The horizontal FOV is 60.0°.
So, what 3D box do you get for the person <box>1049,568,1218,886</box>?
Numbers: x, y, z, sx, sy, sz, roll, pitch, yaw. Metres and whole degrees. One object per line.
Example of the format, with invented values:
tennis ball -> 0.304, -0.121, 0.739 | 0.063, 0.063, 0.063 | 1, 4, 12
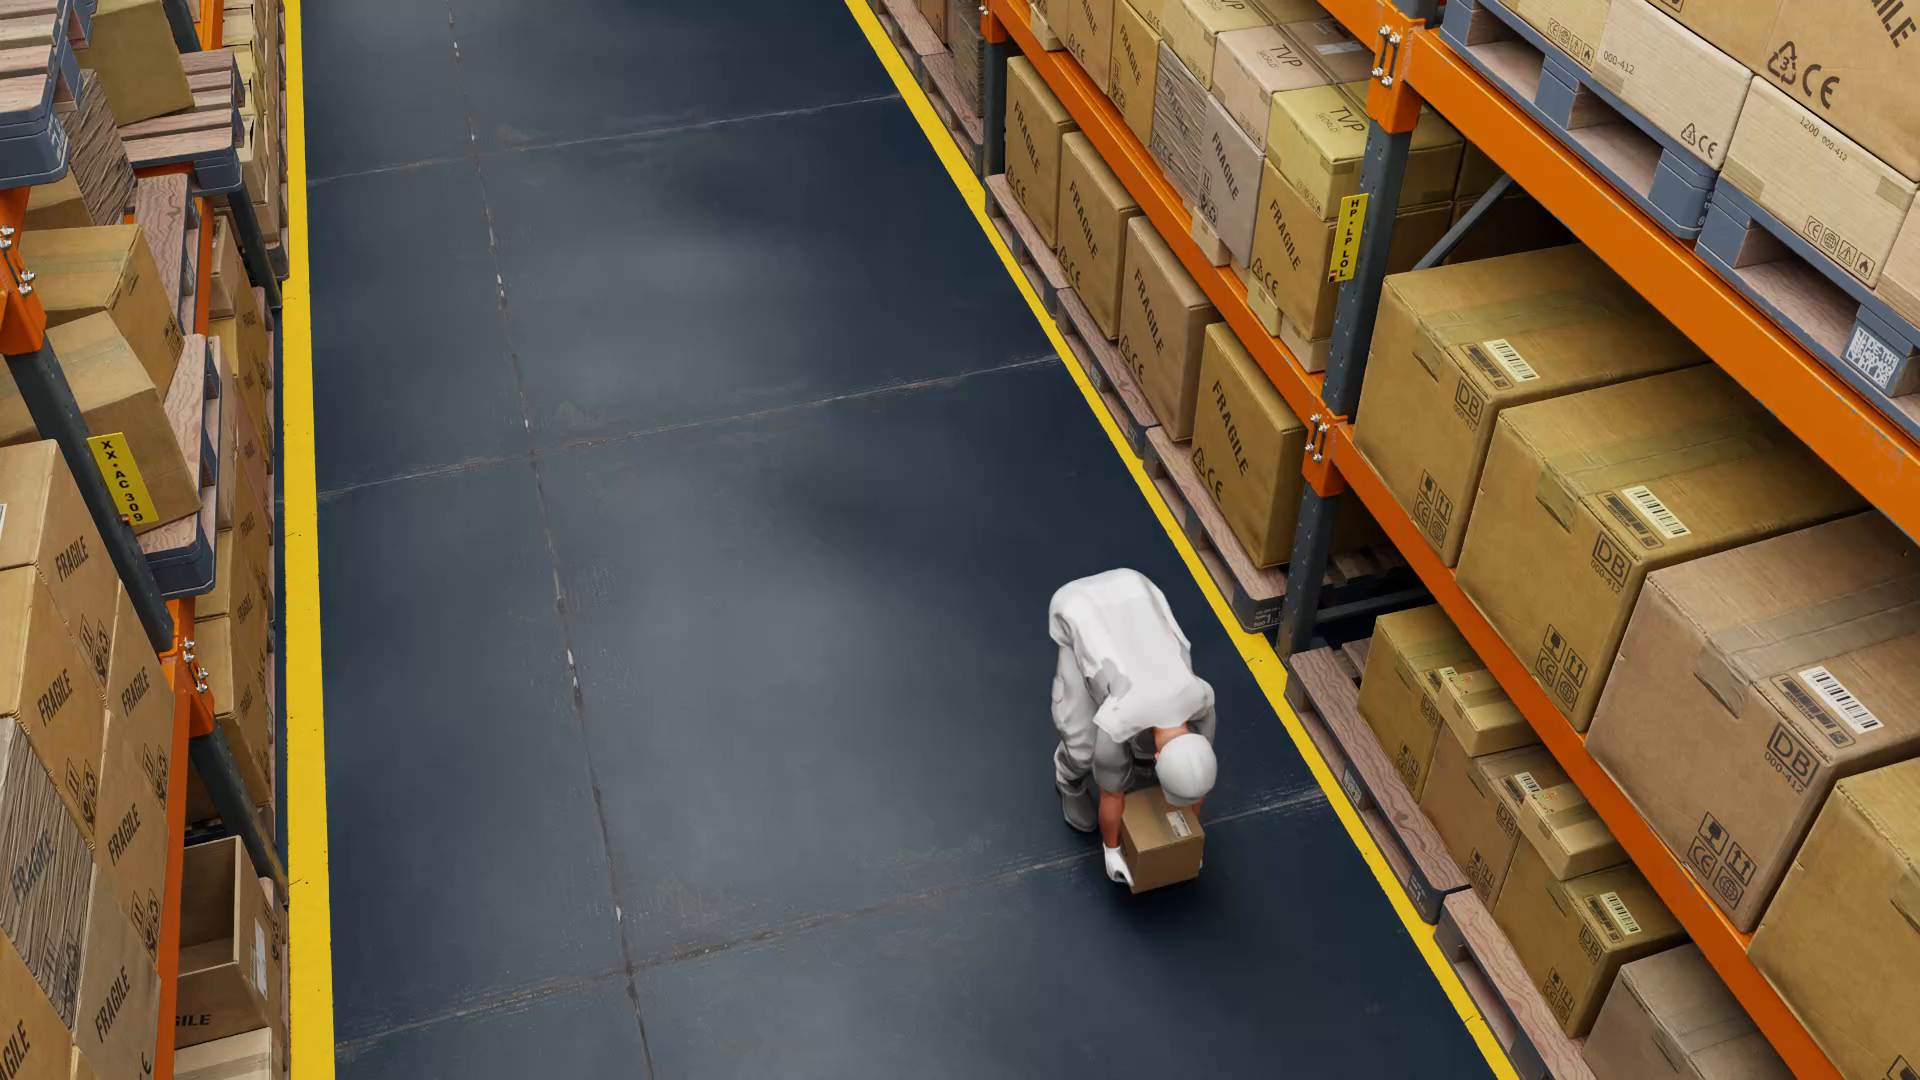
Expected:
person -> 0.630, 0.716, 5.892 | 0.520, 1.048, 0.960 | -14, 44, -15
